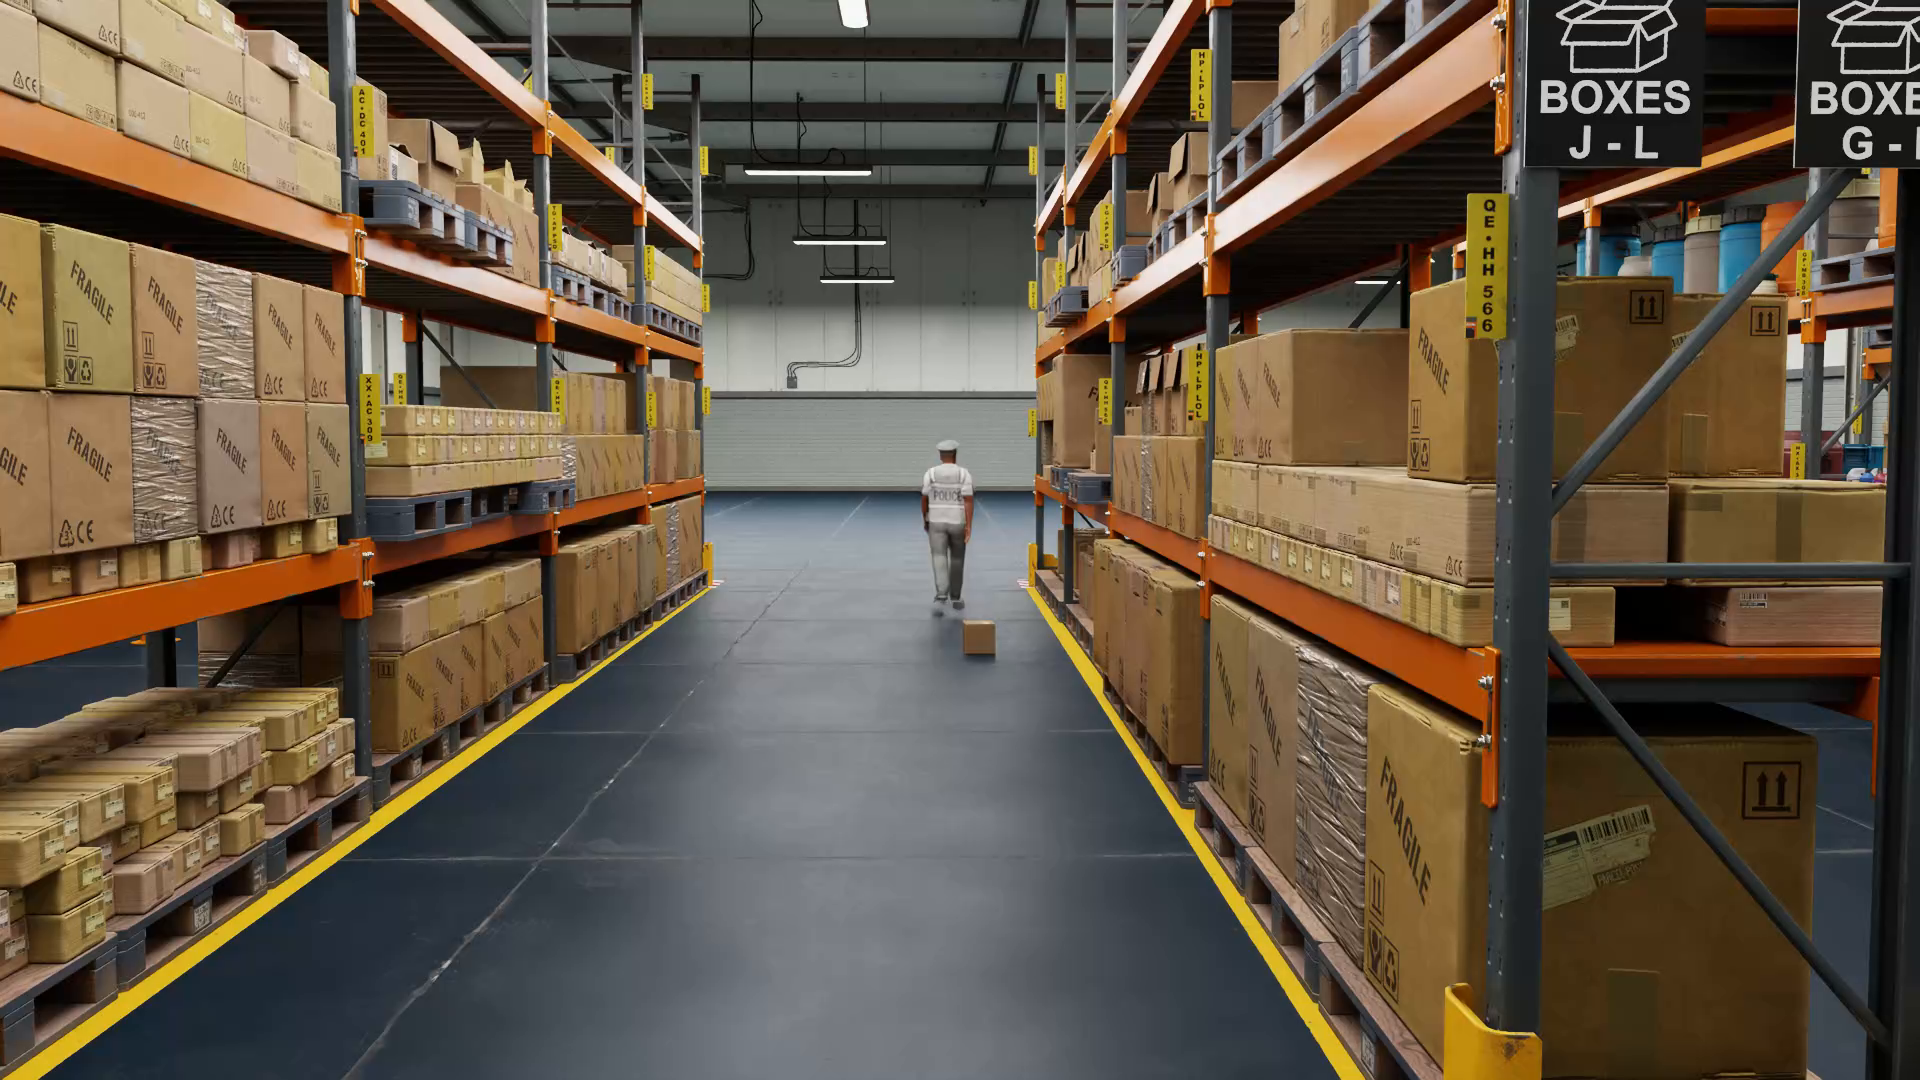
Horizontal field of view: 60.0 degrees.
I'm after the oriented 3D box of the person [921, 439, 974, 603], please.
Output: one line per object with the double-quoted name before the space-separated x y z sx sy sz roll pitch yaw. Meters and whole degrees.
"person" -0.138 -0.195 17.509 0.538 1.713 1.075 0 4 -5
